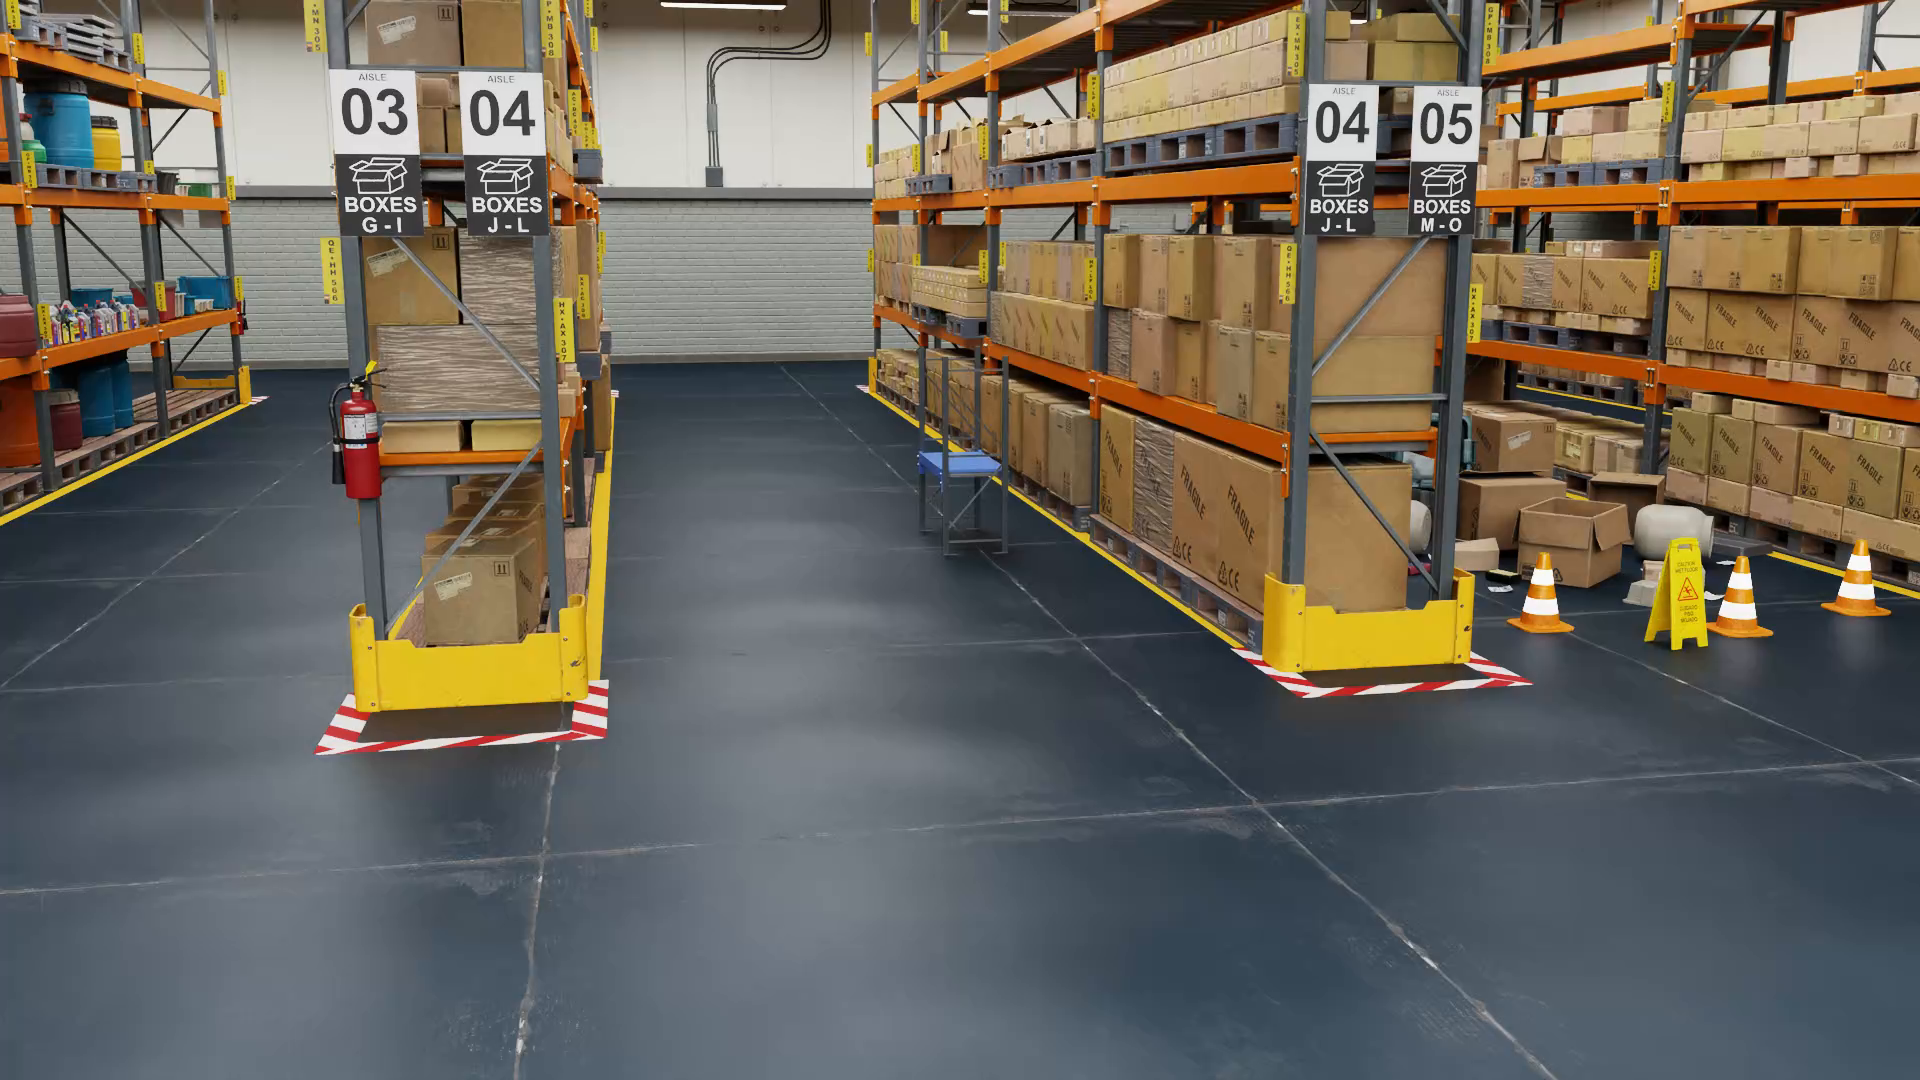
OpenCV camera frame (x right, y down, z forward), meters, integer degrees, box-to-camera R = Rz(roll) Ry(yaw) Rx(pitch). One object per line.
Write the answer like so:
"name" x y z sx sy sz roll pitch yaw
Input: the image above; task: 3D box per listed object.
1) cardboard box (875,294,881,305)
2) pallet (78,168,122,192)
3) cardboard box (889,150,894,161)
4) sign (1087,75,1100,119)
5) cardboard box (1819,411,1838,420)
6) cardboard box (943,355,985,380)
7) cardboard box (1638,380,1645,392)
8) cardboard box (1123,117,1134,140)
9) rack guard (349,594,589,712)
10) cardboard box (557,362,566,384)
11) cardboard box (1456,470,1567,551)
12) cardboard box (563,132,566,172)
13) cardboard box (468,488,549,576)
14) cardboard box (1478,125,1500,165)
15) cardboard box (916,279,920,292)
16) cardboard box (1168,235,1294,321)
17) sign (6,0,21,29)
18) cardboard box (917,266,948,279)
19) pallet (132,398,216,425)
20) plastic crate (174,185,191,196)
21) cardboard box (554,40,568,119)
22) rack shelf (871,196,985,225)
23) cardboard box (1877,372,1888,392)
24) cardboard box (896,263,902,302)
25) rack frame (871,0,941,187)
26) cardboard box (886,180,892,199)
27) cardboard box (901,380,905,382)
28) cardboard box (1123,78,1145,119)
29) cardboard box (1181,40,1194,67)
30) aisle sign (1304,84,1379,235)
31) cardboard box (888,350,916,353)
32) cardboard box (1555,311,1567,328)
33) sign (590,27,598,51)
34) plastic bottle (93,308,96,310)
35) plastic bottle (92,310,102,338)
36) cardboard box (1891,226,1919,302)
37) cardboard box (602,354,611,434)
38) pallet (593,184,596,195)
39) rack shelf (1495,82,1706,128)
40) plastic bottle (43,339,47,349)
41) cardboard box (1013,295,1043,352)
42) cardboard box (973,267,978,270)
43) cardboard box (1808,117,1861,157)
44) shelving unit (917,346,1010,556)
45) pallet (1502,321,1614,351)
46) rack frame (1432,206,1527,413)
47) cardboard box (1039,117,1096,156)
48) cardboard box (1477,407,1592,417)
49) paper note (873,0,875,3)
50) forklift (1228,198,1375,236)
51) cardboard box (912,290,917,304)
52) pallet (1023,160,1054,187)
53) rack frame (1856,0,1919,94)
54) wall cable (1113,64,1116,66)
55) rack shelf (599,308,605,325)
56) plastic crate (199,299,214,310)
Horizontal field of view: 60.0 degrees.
"cardboard box" -1.041 -3.527 24.375 0.380 0.149 0.250 -2 11 -11
"pallet" -9.276 -3.679 16.984 1.003 0.211 1.213 -2 11 -11
"cardboard box" -0.771 -5.255 22.761 0.380 0.149 0.250 -2 11 -9
"sign" 1.021 -3.381 12.692 0.100 0.325 0.005 -2 11 -11
"cardboard box" 6.867 -0.751 13.345 0.500 0.500 0.500 -2 11 -10
"cardboard box" 0.081 -1.998 19.229 0.500 0.250 0.500 -2 11 -9
"cardboard box" 9.573 -2.249 22.552 0.500 0.500 0.500 -2 11 -9
"cardboard box" 1.389 -2.954 11.952 0.380 0.149 0.250 -2 11 -11
"rack guard" -2.570 0.589 8.765 1.175 0.500 0.348 -2 11 -11
"cardboard box" -3.047 -1.288 10.879 0.875 0.500 0.500 -2 11 -11
"cardboard box" 4.151 -0.227 12.681 0.797 0.637 0.503 -2 11 -11
"cardboard box" -2.793 -2.495 10.662 0.500 0.250 0.500 -2 11 -11
"cardboard box" -2.978 -0.046 10.981 0.500 0.500 0.500 -3 11 -16
"cardboard box" 5.388 -4.247 18.066 0.797 0.503 0.637 -3 11 -15
"cardboard box" -0.326 -3.080 20.112 0.380 0.149 0.250 -2 11 -12
"cardboard box" 1.892 -1.758 11.123 0.875 0.550 0.500 -2 11 -11
"sign" -8.431 -4.722 14.802 0.100 0.325 0.005 -2 11 -11
"cardboard box" -0.318 -3.223 20.066 0.380 0.149 0.250 -2 11 -9
"pallet" -10.169 -1.634 21.215 1.003 0.211 1.213 -2 11 -11
"plastic crate" -9.880 -4.354 20.730 0.437 0.136 0.530 -2 11 -11
"cardboard box" -2.995 -3.200 11.564 0.500 0.500 0.500 -2 11 -13
"rack shelf" -0.393 -4.475 22.586 1.077 0.370 4.000 -2 11 -11
"cardboard box" 6.704 -1.111 11.685 0.380 0.149 0.250 -2 11 -10
"cardboard box" -0.571 -3.448 22.227 0.500 0.500 0.500 -2 11 -11
"rack frame" -0.782 -6.669 24.165 1.000 3.000 0.127 -2 11 -11
"cardboard box" -0.735 -4.839 22.976 0.500 0.250 0.500 -2 11 -13
"cardboard box" -0.601 -2.093 22.674 0.380 0.149 0.250 -2 11 -10
"cardboard box" 1.472 -3.130 11.810 0.500 0.250 0.500 -2 11 -11
"cardboard box" 1.635 -3.113 10.658 0.380 0.149 0.250 -2 11 -11
"aisle sign" 2.049 -2.040 8.940 0.394 0.787 0.004 -2 11 -11
"cardboard box" -0.842 -2.665 24.086 0.380 0.149 0.250 -2 11 -10
"cardboard box" 5.833 -2.074 15.619 0.380 0.149 0.250 -2 11 -11
"sign" -5.132 -7.022 23.310 0.100 0.325 0.005 -2 11 -11
"plastic bottle" -9.303 -2.355 17.890 0.097 0.271 0.097 0 11 0
"plastic bottle" -9.023 -2.261 17.363 0.061 0.283 0.133 -2 11 -11
"cardboard box" 6.761 -1.851 11.161 0.700 0.500 0.500 -2 11 -10
"cardboard box" -4.391 -1.546 17.856 1.225 0.875 0.875 -2 11 -11
"pallet" -5.272 -4.630 21.713 1.003 0.211 1.213 -2 11 -11
"rack shelf" 9.311 -6.326 24.301 1.077 0.370 4.000 -2 11 -11
"plastic bottle" -8.737 -1.942 15.711 0.152 0.276 0.135 -2 11 -11
"cardboard box" 0.796 -2.026 15.549 0.500 0.500 0.500 -2 11 -11
"cardboard box" 0.367 -3.200 19.943 0.380 0.149 0.250 -2 11 -13
"cardboard box" 6.499 -2.895 11.969 0.500 0.250 0.500 -2 11 -10
"shelving unit" 0.017 -0.721 12.974 0.538 1.500 1.048 -2 11 -11
"pallet" 6.035 -1.997 16.179 1.003 0.211 1.213 -2 11 -11
"rack frame" 5.610 -2.453 18.061 1.000 3.000 0.127 -2 11 -11
"cardboard box" 0.995 -3.519 14.489 0.500 0.311 0.500 -3 11 -13
"cardboard box" 5.861 -1.129 17.011 0.950 0.372 0.625 -2 11 -12
"paper note" -1.221 -7.647 23.606 0.001 0.032 0.123 -2 11 -11
"forklift" 3.315 -2.080 16.287 1.130 2.935 3.031 -3 11 -15
"cardboard box" -0.379 -2.982 20.389 0.380 0.149 0.250 -3 11 -14
"pallet" 1.172 -3.314 15.067 1.003 0.211 1.213 -2 11 -8
"rack frame" 10.478 -5.581 18.452 1.000 3.000 0.127 -2 11 -11
"wall cable" 2.671 -7.900 30.636 0.463 3.000 0.029 -2 11 -11
"rack shelf" -5.278 -2.839 22.016 1.077 0.370 4.000 -2 11 -11
"plastic crate" -10.189 -3.136 22.198 0.396 0.136 0.243 -2 11 -11
